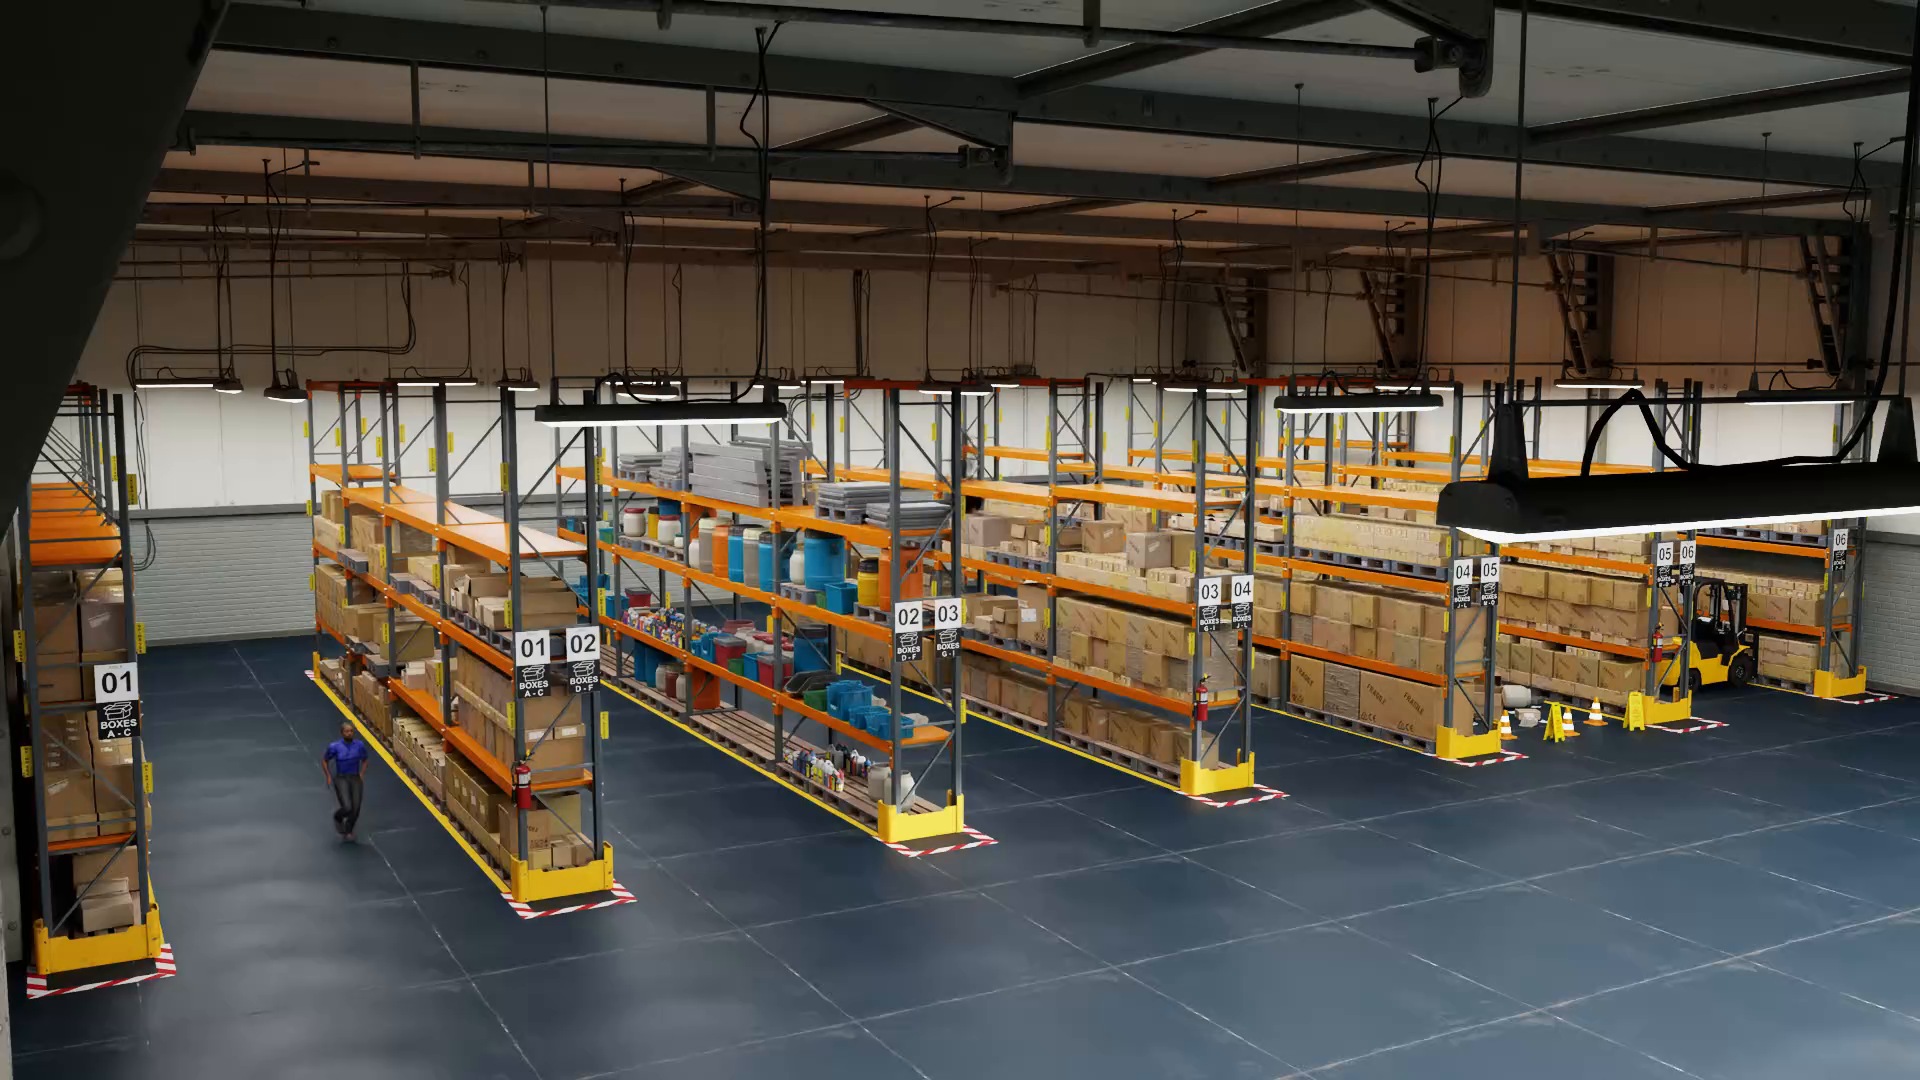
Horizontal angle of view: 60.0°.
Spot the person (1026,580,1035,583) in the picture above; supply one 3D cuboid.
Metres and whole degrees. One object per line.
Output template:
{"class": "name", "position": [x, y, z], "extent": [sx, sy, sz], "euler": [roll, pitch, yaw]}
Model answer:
{"class": "person", "position": [1.737, 1.440, 35.433], "extent": [0.694, 1.814, 0.832], "euler": [-3, 7, -28]}

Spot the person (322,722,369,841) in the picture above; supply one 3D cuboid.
{"class": "person", "position": [-8.073, 3.208, 21.957], "extent": [0.559, 1.593, 0.586], "euler": [-4, 7, -36]}
